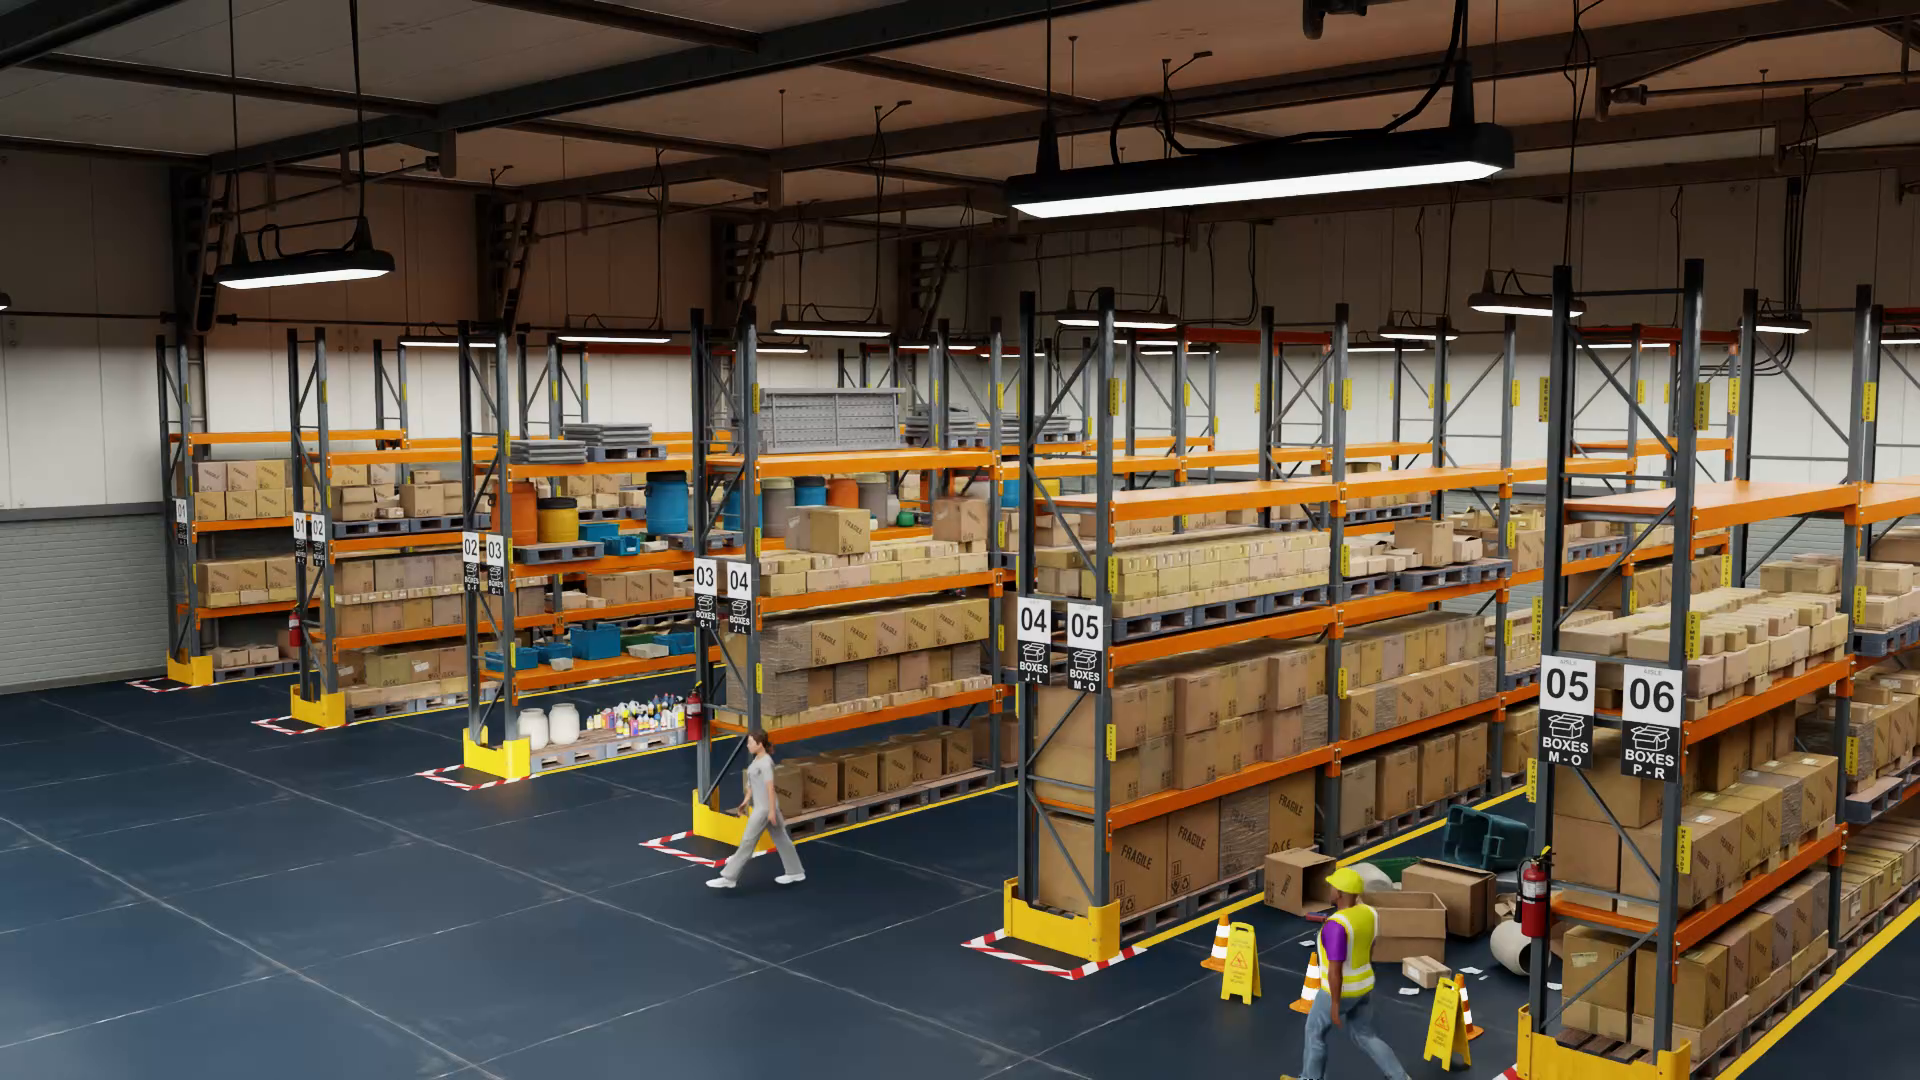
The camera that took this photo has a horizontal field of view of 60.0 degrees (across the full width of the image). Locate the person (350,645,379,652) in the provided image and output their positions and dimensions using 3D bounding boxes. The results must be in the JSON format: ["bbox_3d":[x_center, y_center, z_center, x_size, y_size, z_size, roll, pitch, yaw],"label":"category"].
[{"bbox_3d":[-10.297,1.586,28.789,0.618,1.695,1.125,2,6,16],"label":"person"}]

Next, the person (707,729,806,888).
[{"bbox_3d":[-2.091,2.735,17.010,1.012,1.624,0.466,-1,5,-8],"label":"person"}]

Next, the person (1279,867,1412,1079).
[{"bbox_3d":[2.771,3.192,11.841,1.019,1.731,0.571,5,7,43],"label":"person"}]
